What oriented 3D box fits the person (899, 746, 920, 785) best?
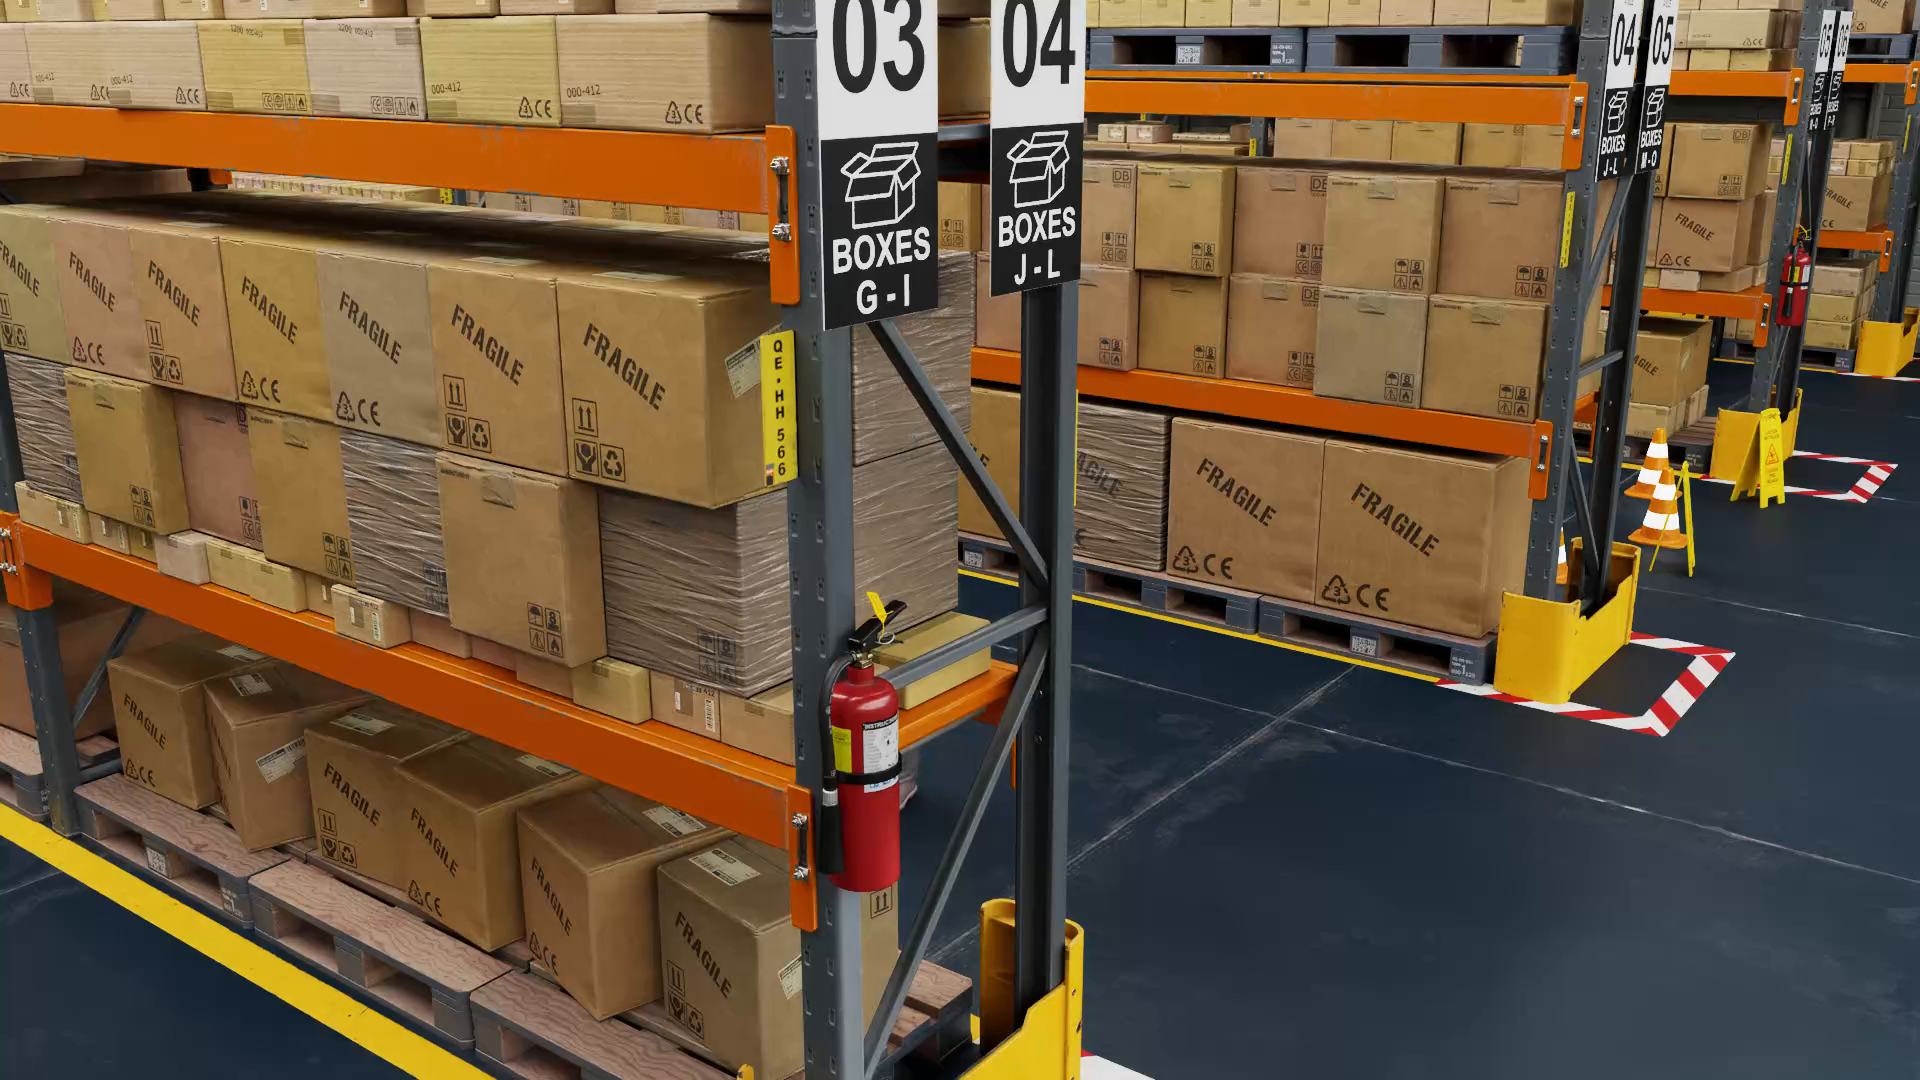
[{"bbox_3d":[-0.294,0.225,6.674,0.501,1.587,0.346,11,20,32],"label":"person"}]
